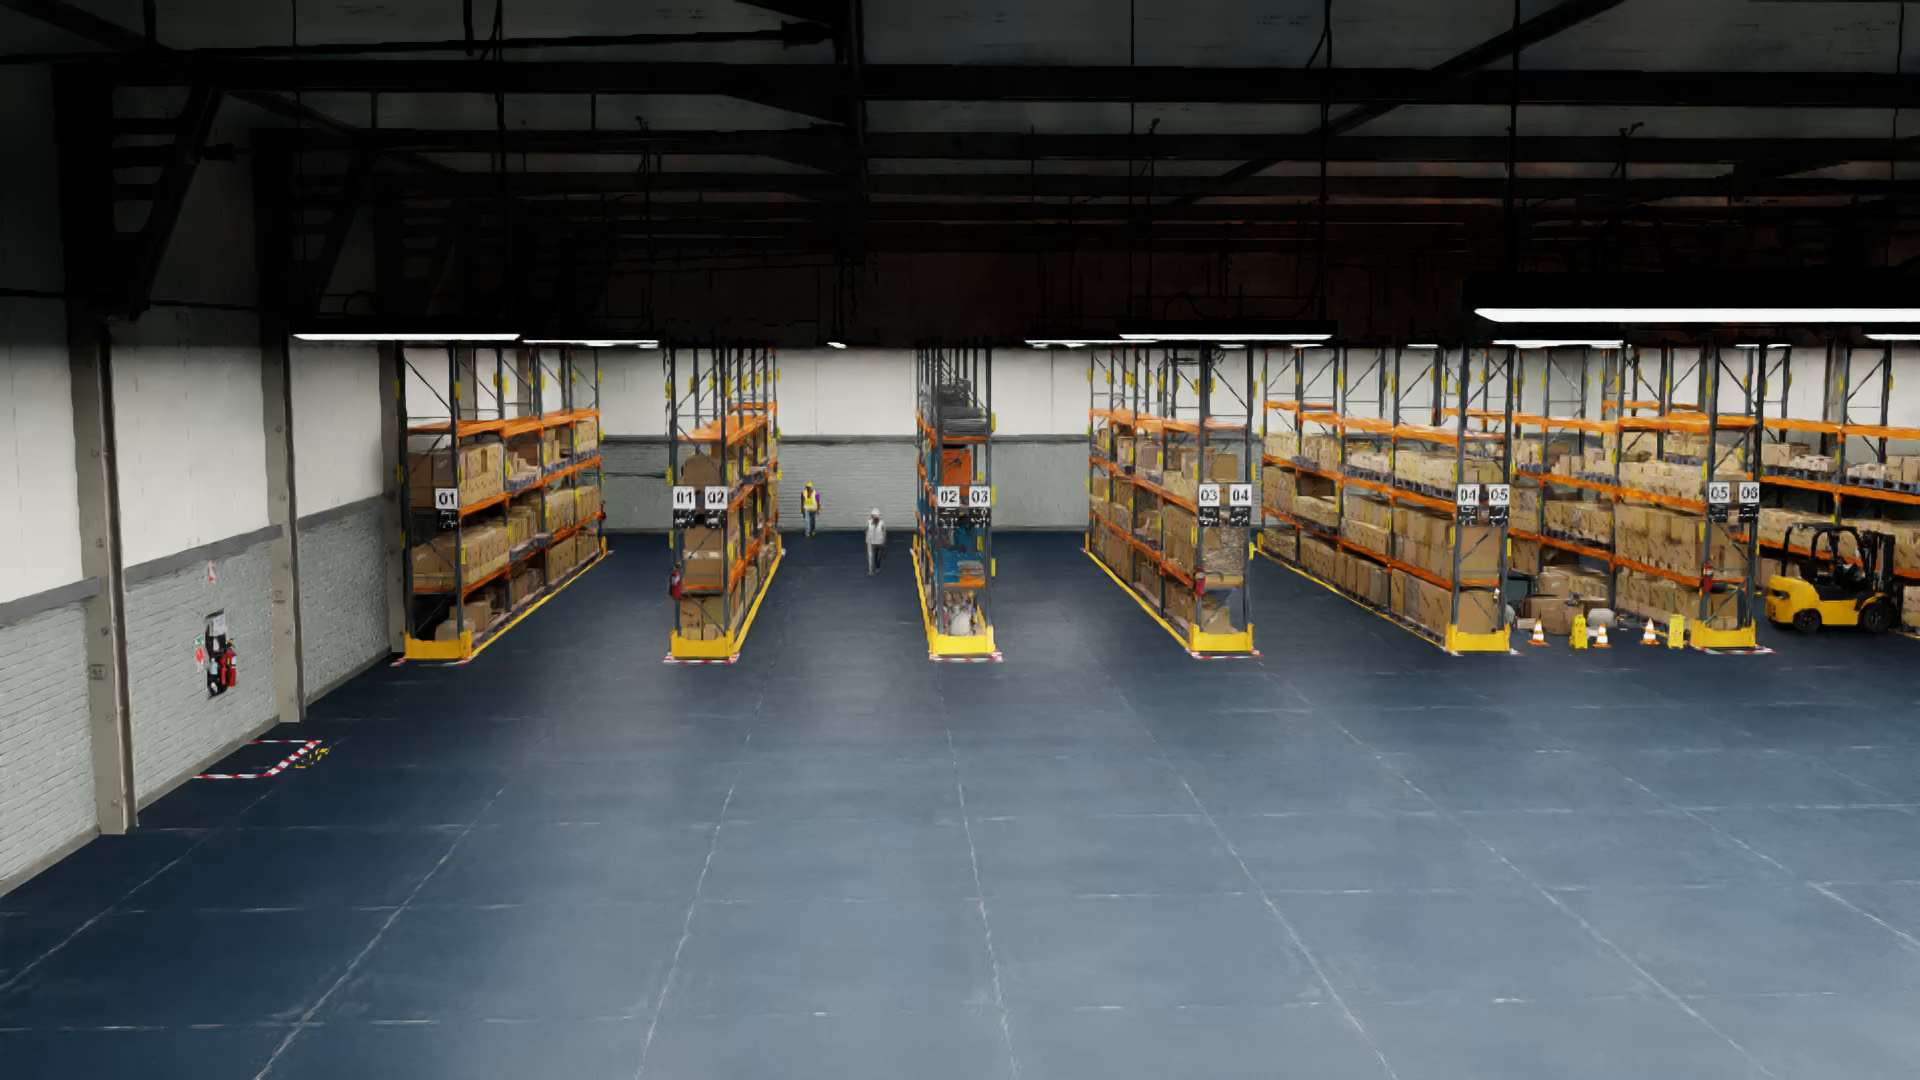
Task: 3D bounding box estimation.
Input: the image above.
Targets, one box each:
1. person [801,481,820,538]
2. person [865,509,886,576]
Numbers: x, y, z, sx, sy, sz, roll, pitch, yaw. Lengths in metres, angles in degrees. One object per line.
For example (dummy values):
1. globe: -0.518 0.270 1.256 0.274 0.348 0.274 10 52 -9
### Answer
1. person: -4.610 -0.955 51.322 0.591 1.716 1.039 0 7 -4
2. person: -2.148 0.046 42.479 0.543 1.700 1.060 -1 7 -5
